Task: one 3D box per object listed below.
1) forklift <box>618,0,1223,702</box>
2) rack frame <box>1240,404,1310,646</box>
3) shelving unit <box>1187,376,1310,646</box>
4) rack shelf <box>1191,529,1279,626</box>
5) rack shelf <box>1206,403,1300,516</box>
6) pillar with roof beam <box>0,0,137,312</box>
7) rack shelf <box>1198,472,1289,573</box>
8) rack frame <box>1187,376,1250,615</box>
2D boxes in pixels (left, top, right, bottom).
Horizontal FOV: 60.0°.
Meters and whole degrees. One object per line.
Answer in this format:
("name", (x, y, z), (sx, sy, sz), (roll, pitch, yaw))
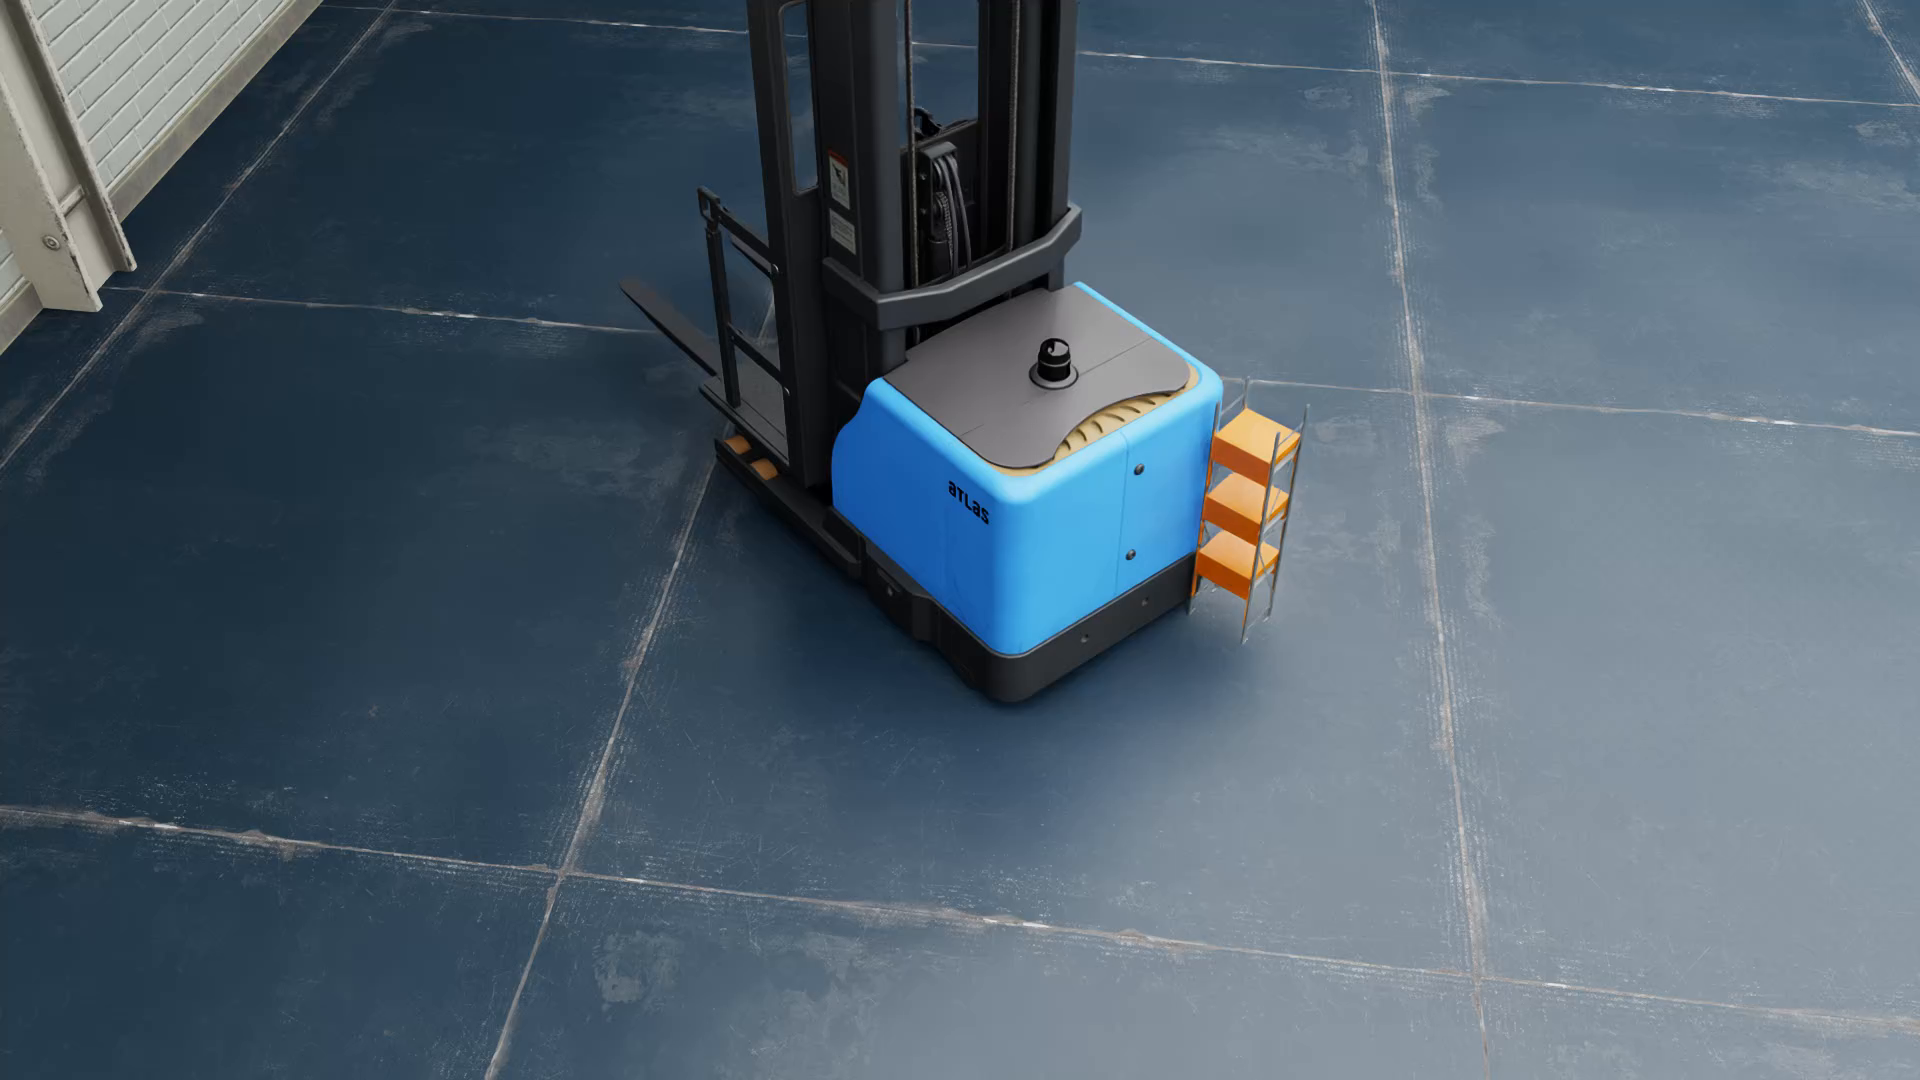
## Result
("forklift", (-0.375, -1.431, 6.130), (1.130, 2.935, 3.031), (-29, 51, -27))
("rack frame", (1.134, -0.032, 6.020), (0.008, 1.050, 0.200), (31, 51, 28))
("shelving unit", (1.042, -0.087, 6.078), (0.252, 1.050, 0.215), (31, 51, 28))
("rack shelf", (1.042, 0.123, 6.277), (0.240, 0.259, 0.215), (31, 51, 28))
("rack shelf", (1.042, -0.285, 5.890), (0.240, 0.259, 0.215), (31, 51, 28))
("pillar with roof beam", (0.046, -4.107, 4.543), (9.100, 9.000, 0.400), (5, 44, 6))
("rack shelf", (1.042, -0.079, 6.085), (0.240, 0.259, 0.215), (31, 51, 28))
("rack frame", (0.949, -0.142, 6.136), (0.008, 1.050, 0.200), (31, 51, 28))
